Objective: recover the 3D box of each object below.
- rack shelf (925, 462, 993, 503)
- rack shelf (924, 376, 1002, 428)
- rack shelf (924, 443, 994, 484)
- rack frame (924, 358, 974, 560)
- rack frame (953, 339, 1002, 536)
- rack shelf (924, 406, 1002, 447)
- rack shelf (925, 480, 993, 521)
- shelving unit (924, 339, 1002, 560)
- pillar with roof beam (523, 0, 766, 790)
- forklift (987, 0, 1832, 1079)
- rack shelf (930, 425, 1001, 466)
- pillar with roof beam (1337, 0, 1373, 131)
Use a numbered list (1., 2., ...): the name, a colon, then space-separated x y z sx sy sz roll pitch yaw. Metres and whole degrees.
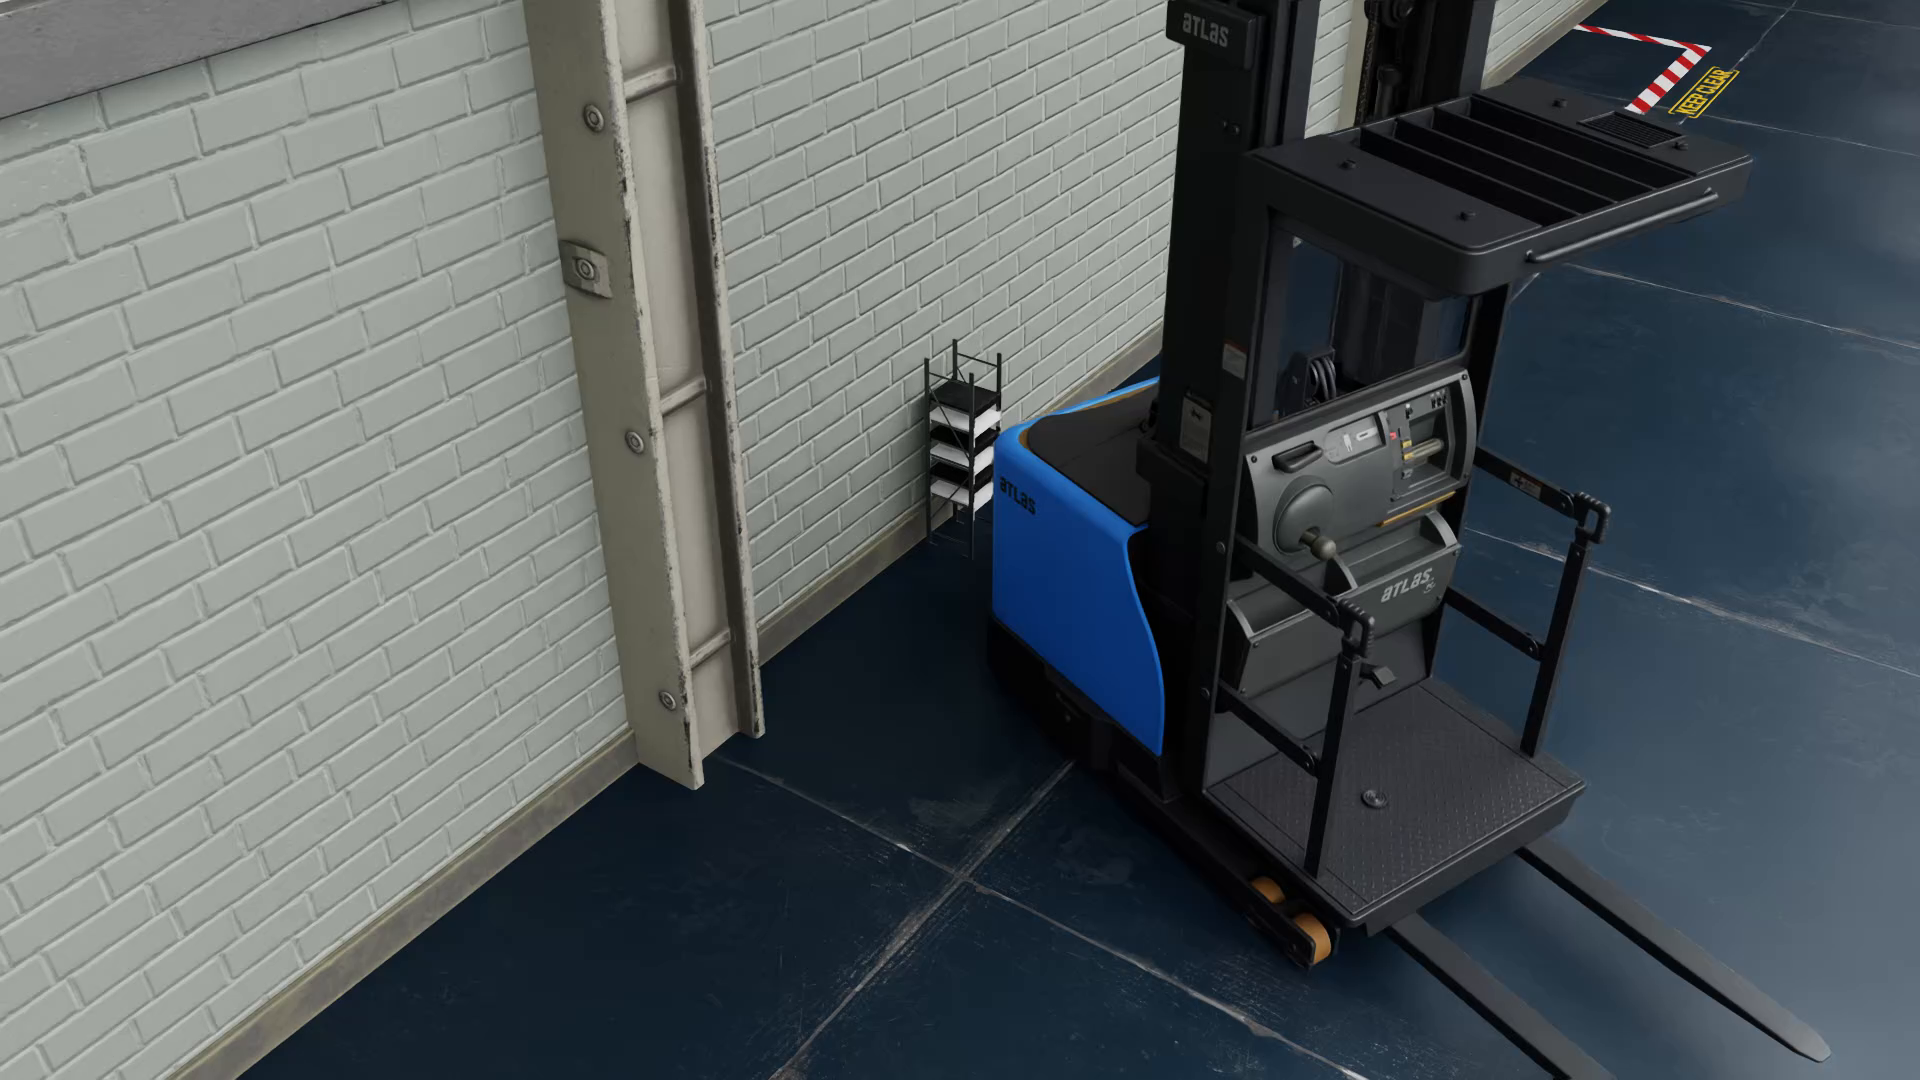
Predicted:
1. rack shelf: 0.013 -0.272 7.069 0.258 0.077 0.200 21 39 28
2. rack shelf: 0.013 -0.570 6.868 0.258 0.077 0.200 21 39 28
3. rack shelf: 0.013 -0.347 7.019 0.258 0.077 0.200 21 39 28
4. rack frame: -0.044 -0.327 6.931 0.240 0.900 0.006 21 39 28
5. rack frame: 0.070 -0.421 7.070 0.240 0.900 0.006 21 39 28
6. rack shelf: 0.013 -0.496 6.918 0.258 0.077 0.200 21 39 28
7. rack shelf: 0.013 -0.198 7.120 0.258 0.077 0.200 21 39 28
8. shelving unit: 0.013 -0.374 7.000 0.258 0.900 0.210 21 39 28
9. pillar with roof beam: 2.577 -1.599 1.581 9.100 9.000 0.400 21 39 28
10. forklift: 1.345 -0.175 4.892 1.130 2.935 3.031 -21 39 -28
11. rack shelf: 0.013 -0.421 6.969 0.258 0.077 0.200 21 39 28
12. pillar with roof beam: 5.998 -4.360 5.664 9.100 9.000 0.400 21 39 28
